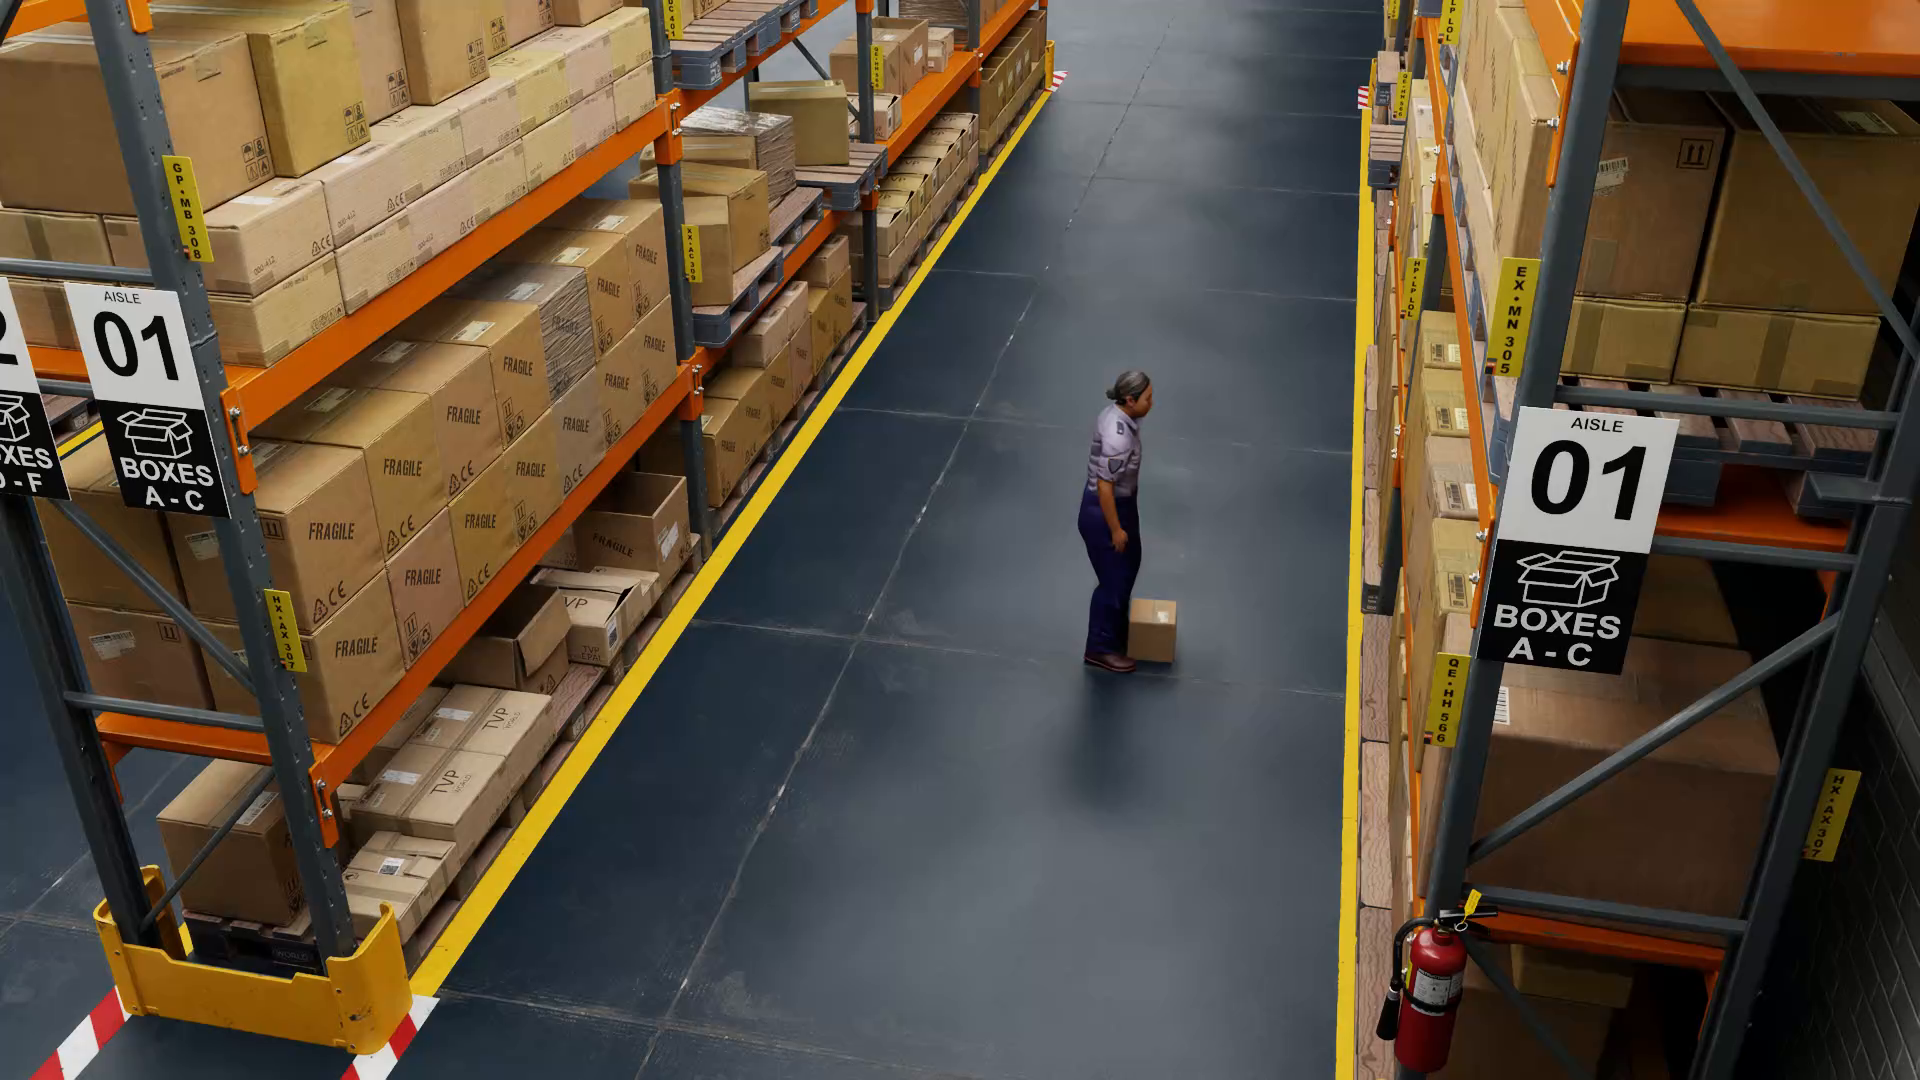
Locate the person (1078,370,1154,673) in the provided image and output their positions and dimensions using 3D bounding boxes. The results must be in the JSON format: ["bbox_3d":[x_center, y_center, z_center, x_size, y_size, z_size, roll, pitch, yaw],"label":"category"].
[{"bbox_3d":[0.848,-0.130,8.855,0.423,1.651,0.542,5,29,9],"label":"person"}]
